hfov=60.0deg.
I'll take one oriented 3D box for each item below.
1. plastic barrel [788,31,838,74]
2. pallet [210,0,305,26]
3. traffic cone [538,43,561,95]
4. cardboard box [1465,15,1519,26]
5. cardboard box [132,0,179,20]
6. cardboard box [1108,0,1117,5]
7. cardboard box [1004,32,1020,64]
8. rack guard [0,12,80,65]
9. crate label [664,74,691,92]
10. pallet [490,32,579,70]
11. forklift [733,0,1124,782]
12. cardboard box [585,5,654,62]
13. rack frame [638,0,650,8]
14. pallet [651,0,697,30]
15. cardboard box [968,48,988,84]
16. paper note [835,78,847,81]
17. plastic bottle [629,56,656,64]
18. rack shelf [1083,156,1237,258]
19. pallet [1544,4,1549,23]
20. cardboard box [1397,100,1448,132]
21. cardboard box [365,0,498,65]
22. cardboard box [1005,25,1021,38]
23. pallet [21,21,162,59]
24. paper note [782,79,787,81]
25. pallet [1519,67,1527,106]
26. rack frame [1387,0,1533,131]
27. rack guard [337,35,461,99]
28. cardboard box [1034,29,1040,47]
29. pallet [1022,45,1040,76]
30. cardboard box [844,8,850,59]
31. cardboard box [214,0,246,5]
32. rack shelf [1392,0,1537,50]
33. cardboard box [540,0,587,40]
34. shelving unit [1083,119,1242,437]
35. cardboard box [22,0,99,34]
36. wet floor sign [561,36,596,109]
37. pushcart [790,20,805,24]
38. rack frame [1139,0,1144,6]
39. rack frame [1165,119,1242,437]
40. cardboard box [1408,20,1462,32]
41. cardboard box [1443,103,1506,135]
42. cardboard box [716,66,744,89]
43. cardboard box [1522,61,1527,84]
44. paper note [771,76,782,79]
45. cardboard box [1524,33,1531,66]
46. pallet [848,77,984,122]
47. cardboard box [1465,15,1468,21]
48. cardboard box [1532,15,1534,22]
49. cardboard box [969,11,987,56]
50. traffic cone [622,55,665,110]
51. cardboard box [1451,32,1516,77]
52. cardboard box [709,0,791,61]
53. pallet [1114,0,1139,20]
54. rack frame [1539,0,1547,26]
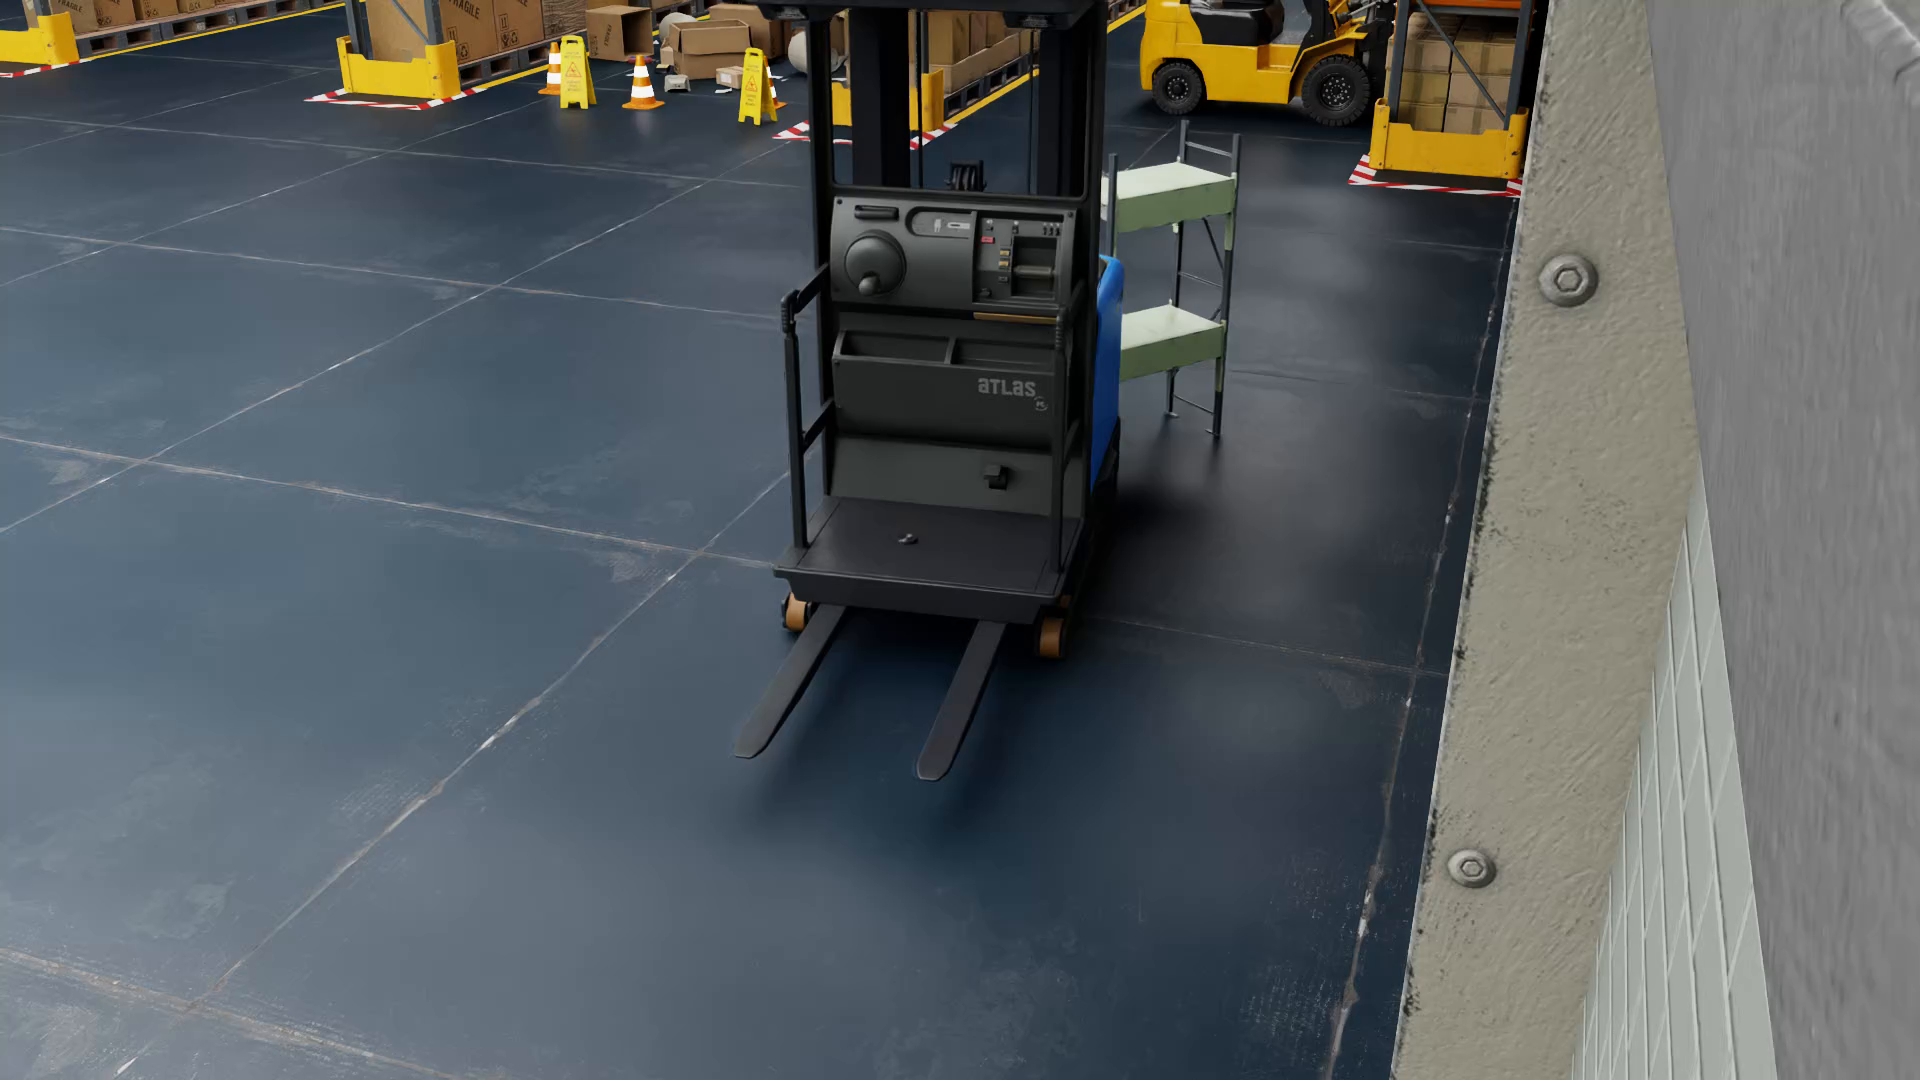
[{"bbox_3d":[-1.502,-4.988,17.066,0.421,0.421,0.512,-14,29,-27],"label":"plastic barrel"},{"bbox_3d":[-8.966,-6.624,20.688,1.003,0.211,1.213,9,27,17],"label":"pallet"},{"bbox_3d":[-3.948,-4.626,16.273,0.336,0.463,0.334,9,27,17],"label":"traffic cone"},{"bbox_3d":[4.598,-4.342,14.302,0.500,0.250,0.500,9,27,17],"label":"cardboard box"},{"bbox_3d":[-9.491,-6.339,19.288,0.500,0.500,0.500,11,28,22],"label":"cardboard box"},{"bbox_3d":[1.465,-6.838,20.464,0.950,0.372,0.625,8,27,16],"label":"cardboard box"},{"bbox_3d":[0.284,-4.964,16.733,0.500,0.250,0.500,9,27,18],"label":"cardboard box"},{"bbox_3d":[-10.082,-5.422,17.875,1.175,0.500,0.348,9,27,17],"label":"rack guard"},{"bbox_3d":[-2.792,-4.508,16.403,0.250,0.136,0.298,-5,26,-9],"label":"crate label"},{"bbox_3d":[-4.864,-5.340,18.037,1.003,0.211,1.213,9,27,17],"label":"pallet"},{"bbox_3d":[-0.074,-1.043,6.040,1.130,2.935,3.031,5,26,11],"label":"forklift"},{"bbox_3d":[-3.681,-5.488,18.009,0.500,0.500,0.500,14,29,26],"label":"cardboard box"},{"bbox_3d":[-4.132,-7.399,19.090,1.000,3.000,0.127,9,27,17],"label":"rack frame"},{"bbox_3d":[-3.947,-6.472,20.375,1.003,0.211,1.213,9,27,17],"label":"pallet"},{"bbox_3d":[-0.056,-4.531,15.839,0.500,0.250,0.500,10,27,19],"label":"cardboard box"},{"bbox_3d":[-1.196,-4.692,16.907,0.142,0.019,0.148,0,26,-1],"label":"paper note"},{"bbox_3d":[-3.390,-5.130,17.776,0.283,0.061,0.133,0,26,-1],"label":"plastic bottle"},{"bbox_3d":[0.878,-1.529,7.792,0.720,0.370,0.431,-16,30,-30],"label":"rack shelf"},{"bbox_3d":[6.866,-6.695,20.835,1.003,0.211,1.213,9,27,17],"label":"pallet"},{"bbox_3d":[3.778,-3.551,13.816,0.500,0.250,0.500,9,27,18],"label":"cardboard box"},{"bbox_3d":[-5.300,-5.276,16.662,0.875,0.875,0.875,9,27,18],"label":"cardboard box"},{"bbox_3d":[0.289,-5.311,16.589,0.500,0.500,0.500,10,28,20],"label":"cardboard box"},{"bbox_3d":[-9.778,-5.621,18.617,1.003,0.211,1.213,9,27,17],"label":"pallet"},{"bbox_3d":[-1.781,-4.676,16.896,0.032,0.001,0.123,9,27,17],"label":"paper note"},{"bbox_3d":[4.947,-4.429,16.155,1.003,0.211,1.213,9,27,17],"label":"pallet"},{"bbox_3d":[3.920,-4.361,12.815,1.000,3.000,0.127,9,27,17],"label":"rack frame"},{"bbox_3d":[-5.471,-4.620,16.219,1.175,0.500,0.348,9,27,17],"label":"rack guard"},{"bbox_3d":[0.626,-5.392,17.619,0.500,0.250,0.500,10,28,20],"label":"cardboard box"},{"bbox_3d":[0.379,-5.187,17.720,1.003,0.211,1.213,9,27,17],"label":"pallet"},{"bbox_3d":[-0.741,-4.735,15.400,0.500,0.500,0.500,9,27,18],"label":"cardboard box"},{"bbox_3d":[-9.130,-6.829,20.299,0.500,0.500,0.500,19,32,34],"label":"cardboard box"},{"bbox_3d":[4.586,-4.859,14.669,1.077,0.370,4.000,9,27,17],"label":"rack shelf"},{"bbox_3d":[-4.704,-6.013,18.182,0.875,0.875,0.875,9,27,18],"label":"cardboard box"},{"bbox_3d":[0.878,-1.178,7.962,0.755,1.500,0.431,-16,30,-30],"label":"shelving unit"},{"bbox_3d":[-9.884,-5.834,18.244,0.500,0.500,0.500,14,29,27],"label":"cardboard box"},{"bbox_3d":[-3.606,-4.397,15.590,0.267,0.644,0.232,4,26,8],"label":"wet floor sign"},{"bbox_3d":[-1.598,-5.853,18.905,1.648,0.377,0.936,0,26,-1],"label":"pushcart"},{"bbox_3d":[1.900,-8.367,21.088,1.000,3.000,0.127,9,27,17],"label":"rack frame"},{"bbox_3d":[1.182,-1.267,8.146,0.023,1.500,0.400,-16,30,-30],"label":"rack frame"},{"bbox_3d":[3.944,-4.207,14.024,0.500,0.250,0.500,9,27,18],"label":"cardboard box"},{"bbox_3d":[4.268,-3.486,13.681,0.500,0.250,0.500,9,27,18],"label":"cardboard box"},{"bbox_3d":[-2.231,-4.627,16.636,0.250,0.149,0.380,-20,33,-36],"label":"cardboard box"},{"bbox_3d":[5.119,-4.518,15.813,0.500,0.250,0.500,9,27,17],"label":"cardboard box"},{"bbox_3d":[-1.900,-4.742,17.022,0.148,0.019,0.142,20,32,35],"label":"paper note"},{"bbox_3d":[4.957,-4.530,15.263,0.500,0.250,0.500,9,27,17],"label":"cardboard box"},{"bbox_3d":[-0.433,-4.184,15.649,1.003,0.211,1.213,9,27,17],"label":"pallet"},{"bbox_3d":[4.278,-4.623,14.883,0.500,0.250,0.500,8,27,16],"label":"cardboard box"},{"bbox_3d":[5.282,-4.951,16.134,0.500,0.250,0.500,8,27,16],"label":"cardboard box"},{"bbox_3d":[-0.056,-4.885,15.710,0.500,0.500,0.500,8,27,16],"label":"cardboard box"},{"bbox_3d":[-2.995,-4.322,15.646,0.336,0.463,0.334,9,27,17],"label":"traffic cone"},{"bbox_3d":[4.258,-3.932,13.456,0.500,0.250,0.500,8,27,17],"label":"cardboard box"},{"bbox_3d":[-2.262,-5.491,17.858,0.797,0.637,0.503,9,27,17],"label":"cardboard box"},{"bbox_3d":[1.639,-6.791,21.033,1.003,0.211,1.213,9,27,17],"label":"pallet"},{"bbox_3d":[6.582,-7.648,19.605,1.000,3.000,0.127,9,27,17],"label":"rack frame"}]
